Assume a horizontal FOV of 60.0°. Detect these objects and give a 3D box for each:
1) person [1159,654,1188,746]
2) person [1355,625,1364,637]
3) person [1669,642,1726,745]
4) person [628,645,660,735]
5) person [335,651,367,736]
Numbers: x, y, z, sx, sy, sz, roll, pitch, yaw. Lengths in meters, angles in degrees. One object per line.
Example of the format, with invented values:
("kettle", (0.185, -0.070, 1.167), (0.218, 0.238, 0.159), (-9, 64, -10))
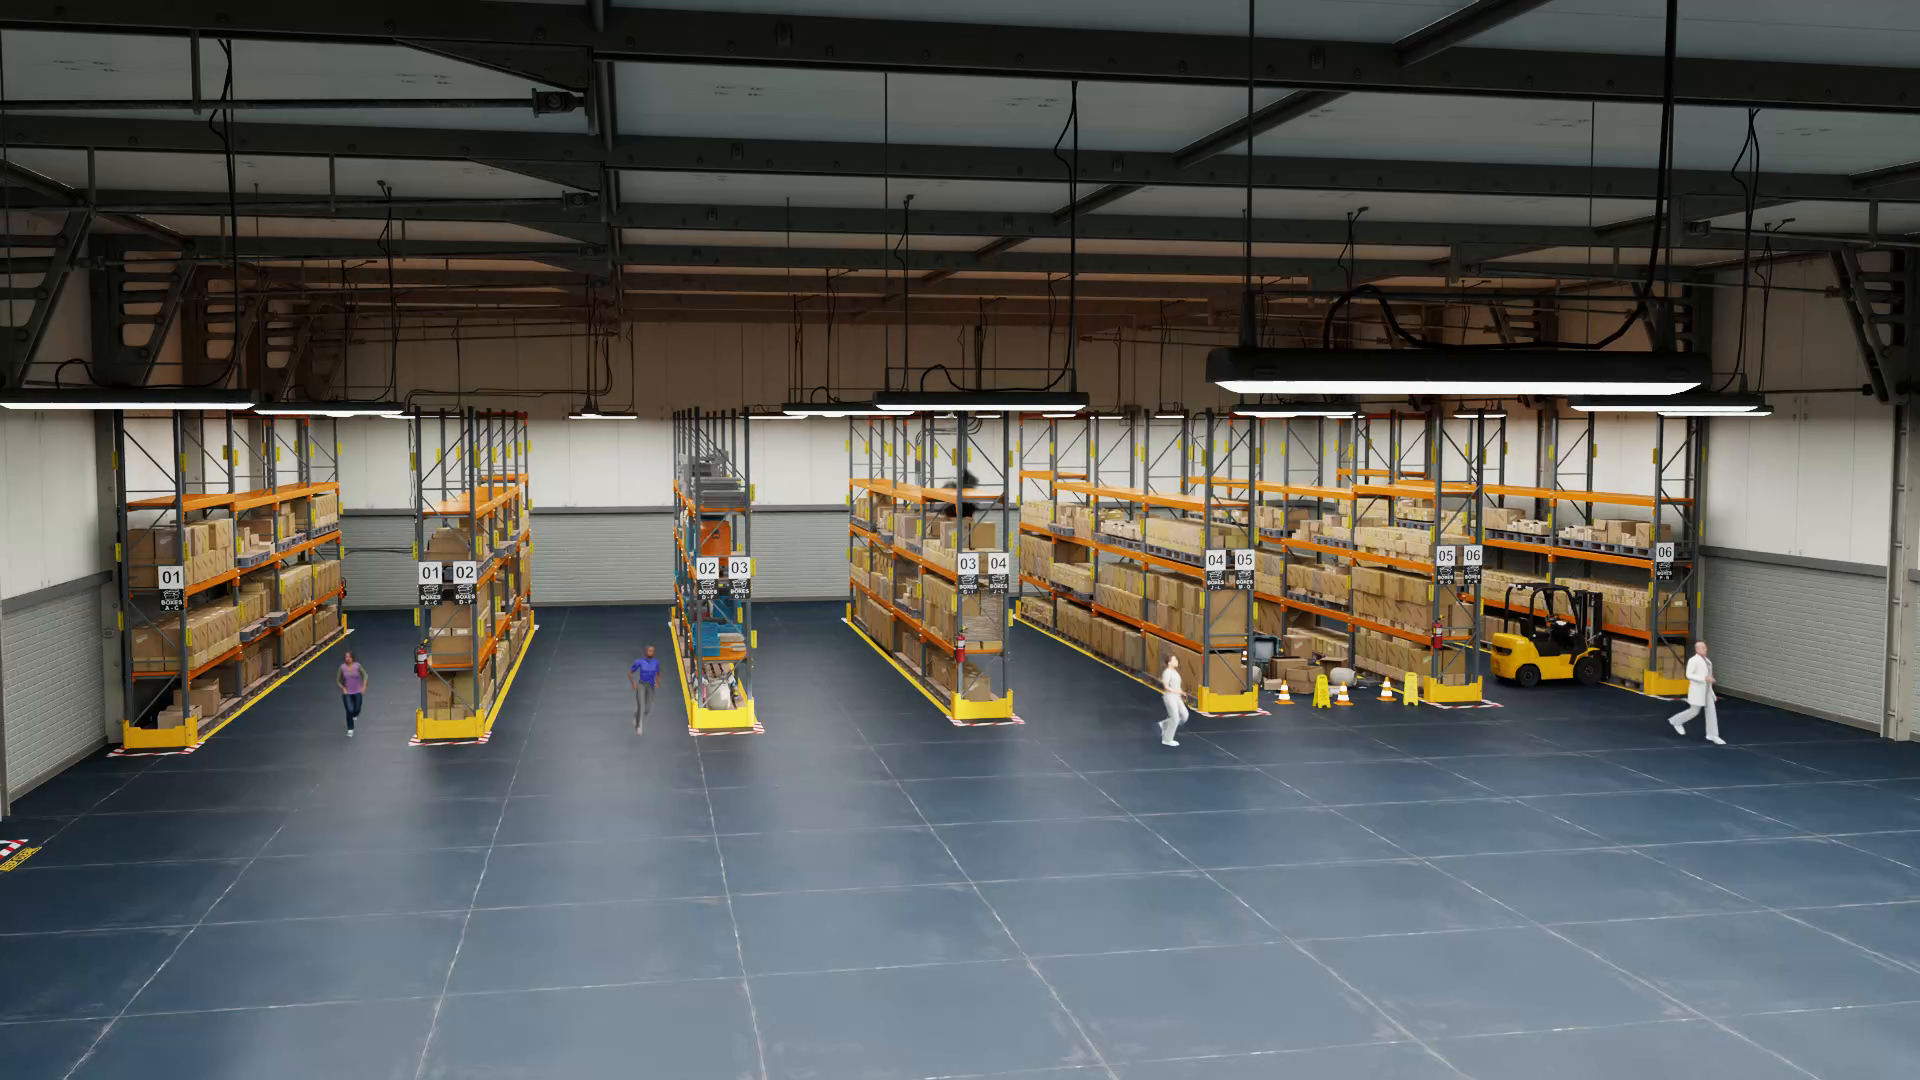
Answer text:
("person", (3.766, 2.821, 29.427), (0.562, 1.631, 0.561), (2, 5, 28))
("person", (10.316, 1.784, 43.231), (0.656, 1.779, 0.745), (-1, 4, -18))
("person", (13.220, 2.713, 29.757), (0.709, 1.792, 1.046), (-3, 5, -33))
("person", (-5.824, 2.755, 30.761), (0.617, 1.624, 0.631), (-3, 5, -32))
("person", (-11.093, 2.809, 30.331), (0.549, 1.545, 0.611), (-2, 4, -20))
